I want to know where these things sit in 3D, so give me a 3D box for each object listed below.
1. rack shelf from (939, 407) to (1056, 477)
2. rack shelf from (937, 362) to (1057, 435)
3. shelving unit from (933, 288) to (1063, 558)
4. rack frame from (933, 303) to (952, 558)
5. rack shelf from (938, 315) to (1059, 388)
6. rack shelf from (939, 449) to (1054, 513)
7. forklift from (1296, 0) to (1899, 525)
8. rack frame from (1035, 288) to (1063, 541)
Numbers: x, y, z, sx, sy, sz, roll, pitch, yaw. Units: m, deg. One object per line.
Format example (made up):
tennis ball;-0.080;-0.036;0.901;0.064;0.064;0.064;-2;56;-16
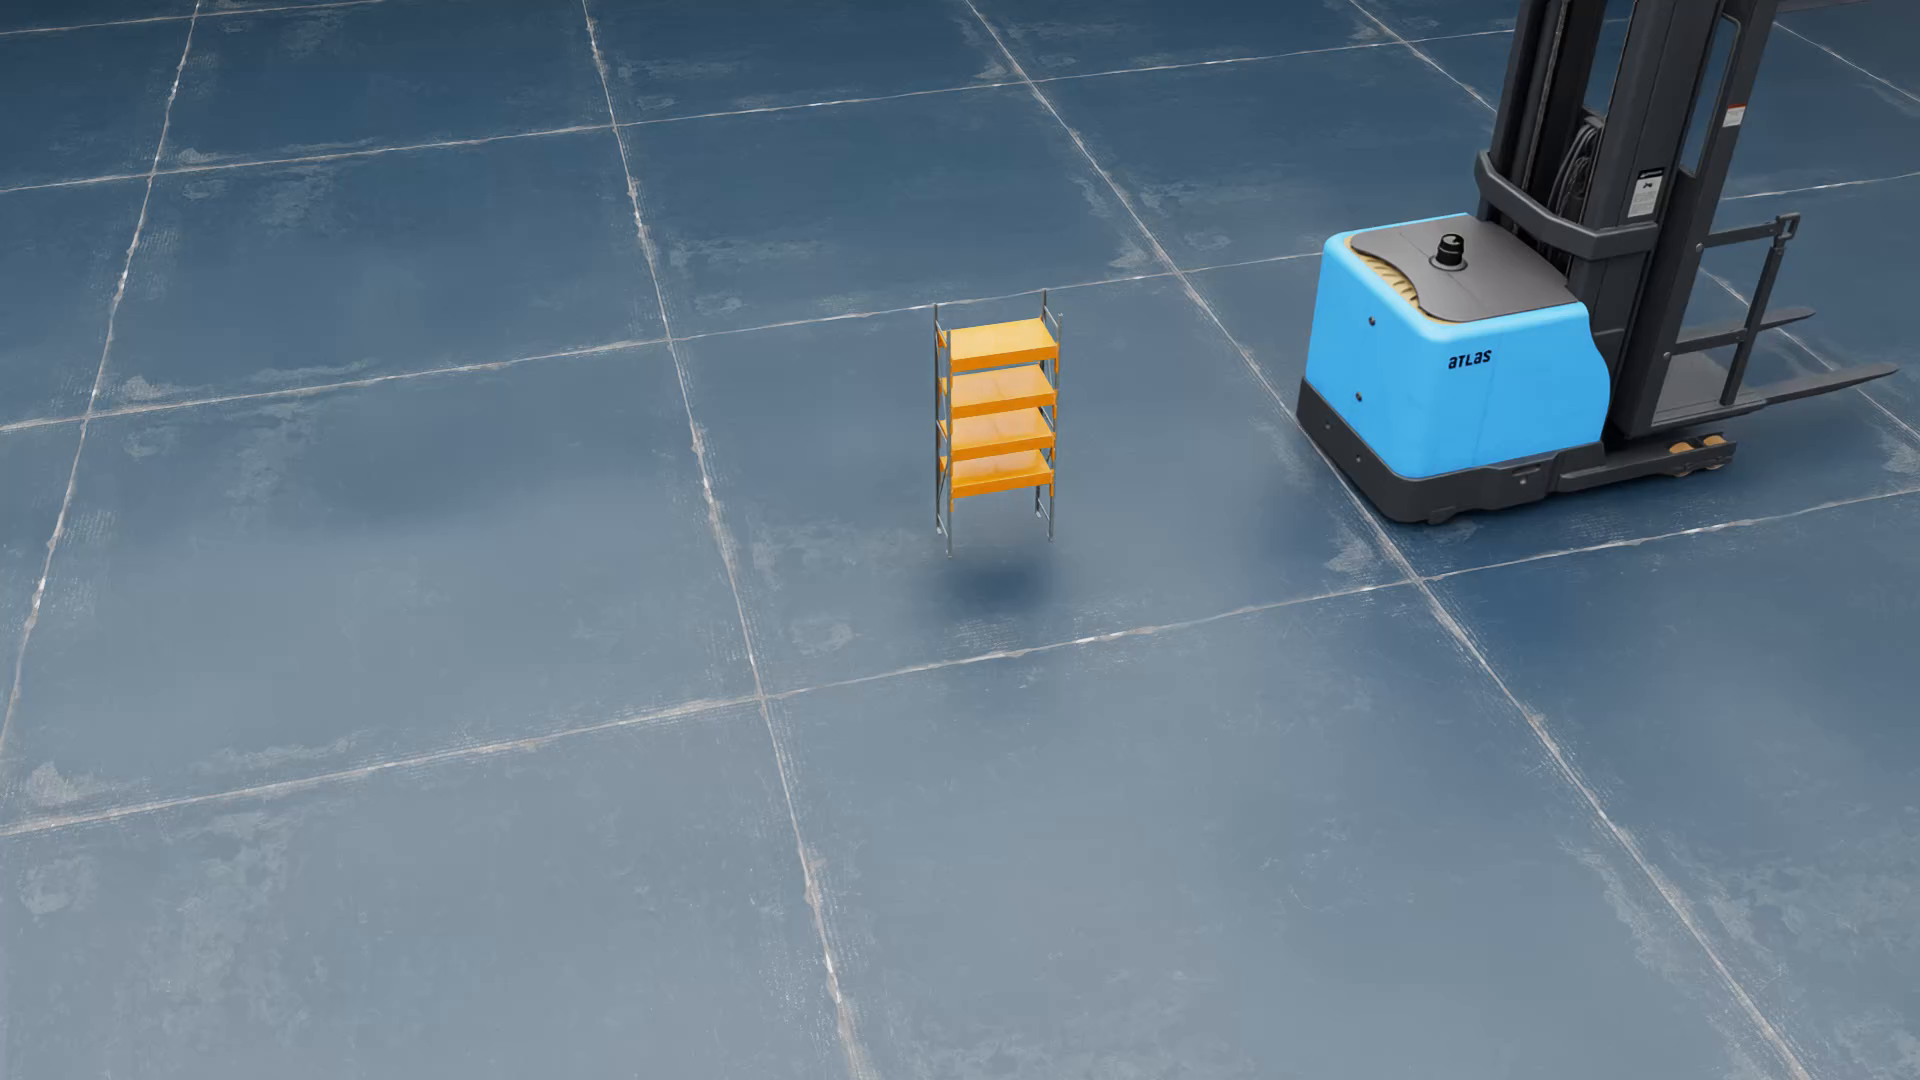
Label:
rack shelf;0.160;-0.449;7.461;0.480;0.148;0.258;-9;38;-12
rack shelf;0.160;-0.627;7.325;0.480;0.148;0.258;-9;38;-12
shelving unit;0.160;-0.503;7.420;0.503;1.200;0.258;-9;38;-12
rack frame;-0.076;-0.464;7.369;0.015;1.200;0.240;-9;38;-12
rack shelf;0.160;-0.815;7.181;0.480;0.148;0.258;-9;38;-12
rack shelf;0.160;-0.292;7.581;0.480;0.148;0.258;-9;38;-12
forklift;3.284;-1.766;7.646;3.031;2.935;1.130;-12;39;-15
rack frame;0.395;-0.541;7.470;0.015;1.200;0.240;-9;38;-12
